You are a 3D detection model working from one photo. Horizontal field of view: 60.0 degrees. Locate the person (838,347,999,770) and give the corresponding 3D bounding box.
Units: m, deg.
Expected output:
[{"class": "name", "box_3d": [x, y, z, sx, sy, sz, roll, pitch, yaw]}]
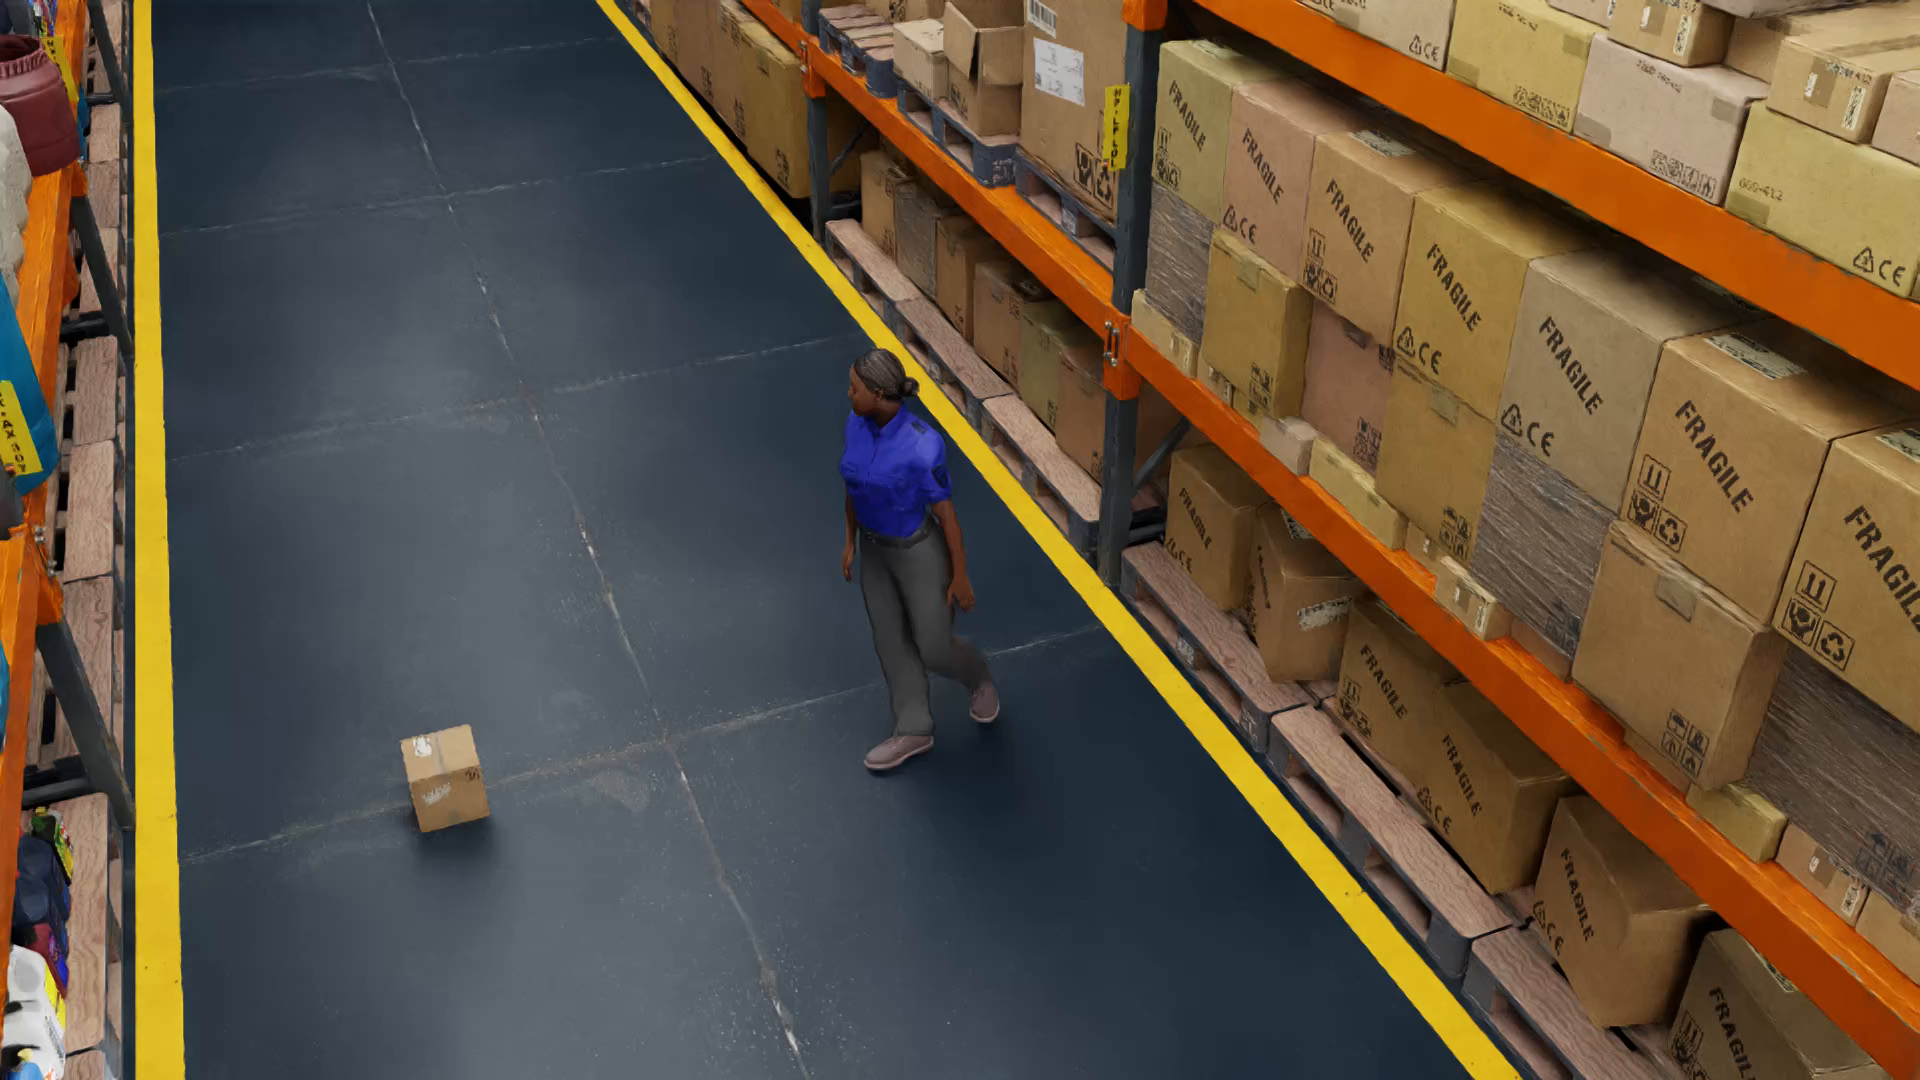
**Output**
[{"class": "person", "box_3d": [-0.178, 0.052, 6.086, 0.578, 1.643, 0.627, 26, 41, 33]}]
